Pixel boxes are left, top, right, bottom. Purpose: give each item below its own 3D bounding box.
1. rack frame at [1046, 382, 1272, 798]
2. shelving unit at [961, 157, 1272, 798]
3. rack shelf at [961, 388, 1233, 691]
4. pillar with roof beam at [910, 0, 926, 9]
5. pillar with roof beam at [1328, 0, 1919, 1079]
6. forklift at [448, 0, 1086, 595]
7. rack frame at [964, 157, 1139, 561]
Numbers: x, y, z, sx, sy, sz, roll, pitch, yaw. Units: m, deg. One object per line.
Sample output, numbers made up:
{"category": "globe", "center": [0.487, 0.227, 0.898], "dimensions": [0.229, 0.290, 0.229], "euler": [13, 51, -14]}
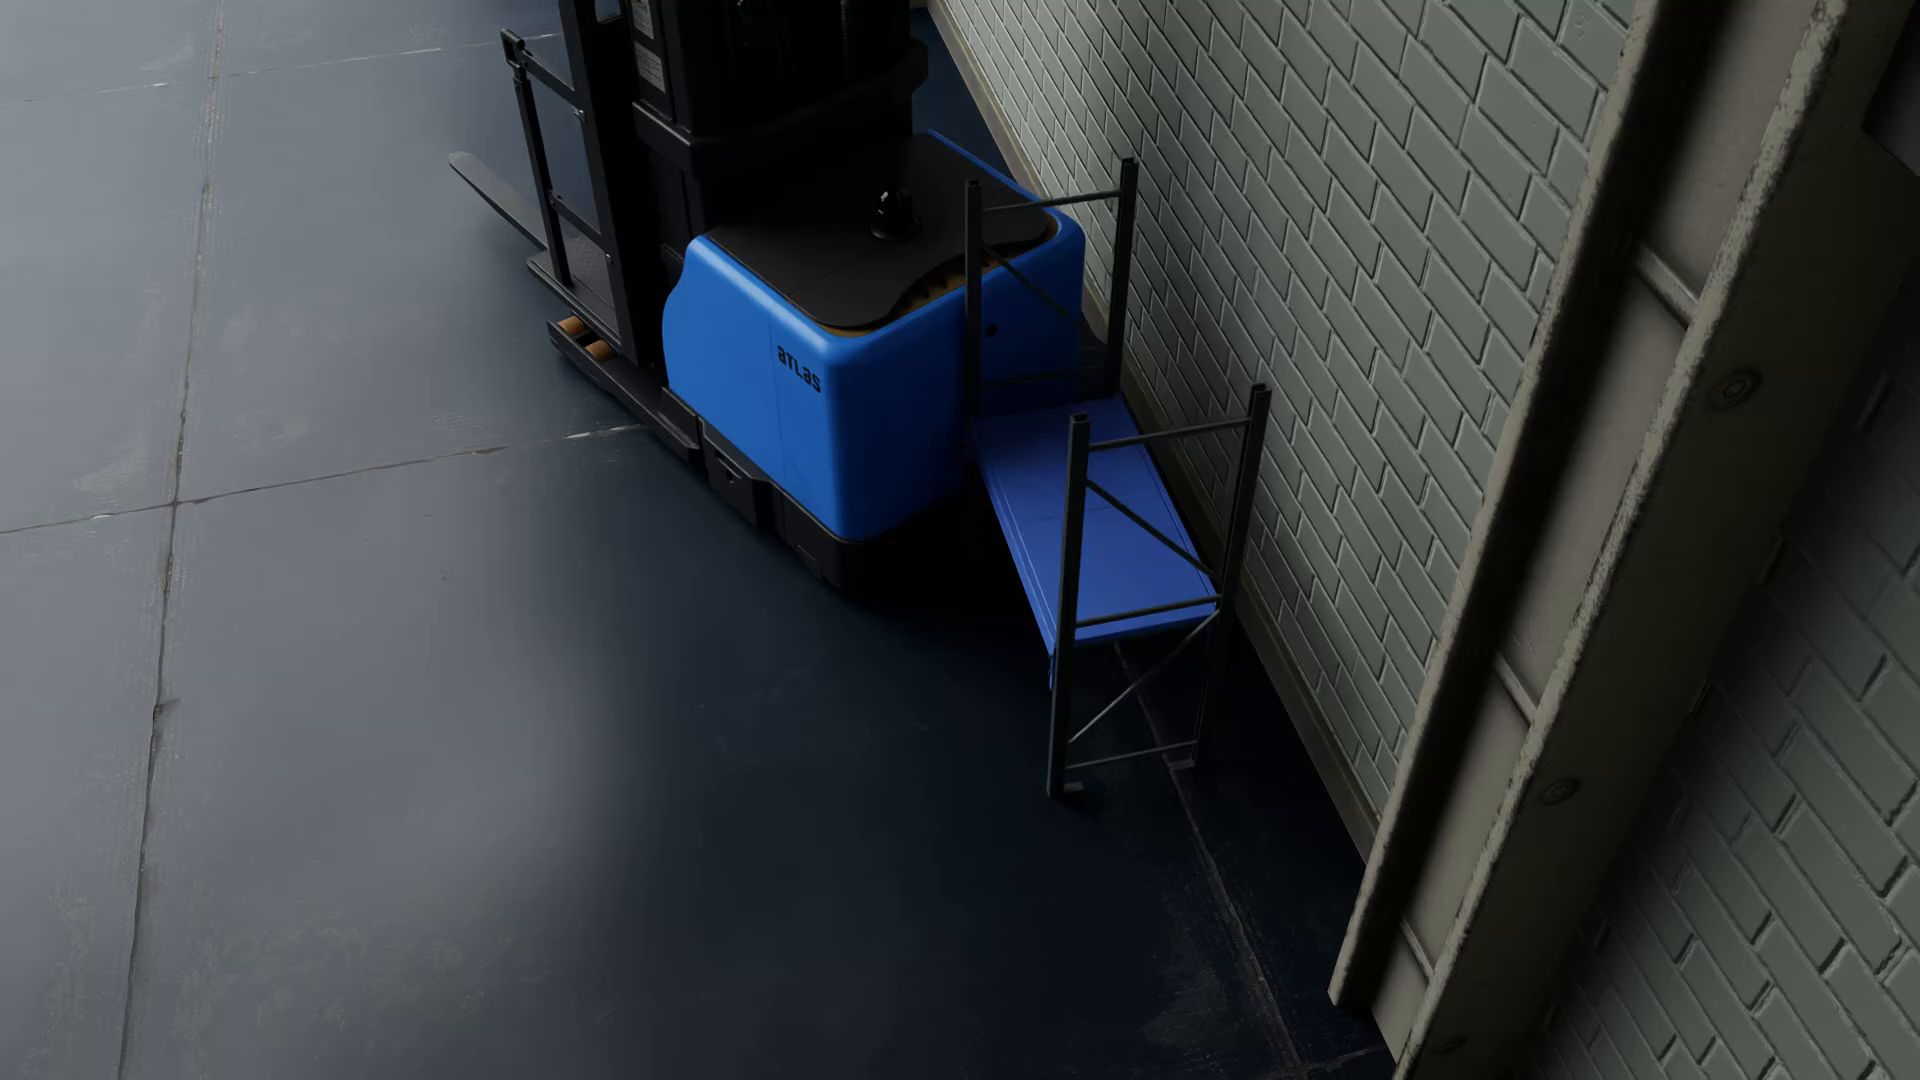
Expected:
{"category": "rack frame", "center": [0.507, 0.196, 4.508], "dimensions": [0.500, 1.500, 0.032], "euler": [-10, 46, -10]}
{"category": "shelving unit", "center": [0.383, -0.156, 4.853], "dimensions": [0.538, 1.500, 1.048], "euler": [-10, 46, -10]}
{"category": "rack shelf", "center": [0.383, -0.030, 4.981], "dimensions": [0.538, 0.185, 1.000], "euler": [-10, 46, -10]}
{"category": "pillar with roof beam", "center": [-4.495, -5.169, 4.515], "dimensions": [9.100, 9.000, 0.400], "euler": [-11, 47, -10]}
{"category": "pillar with roof beam", "center": [-2.959, -1.026, 0.455], "dimensions": [9.100, 9.000, 0.400], "euler": [-11, 47, -10]}
{"category": "forklift", "center": [-0.928, -1.826, 5.488], "dimensions": [1.130, 2.935, 3.031], "euler": [-32, 53, -27]}
{"category": "rack frame", "center": [0.260, -0.508, 5.198], "dimensions": [0.500, 1.500, 0.032], "euler": [-10, 46, -10]}
